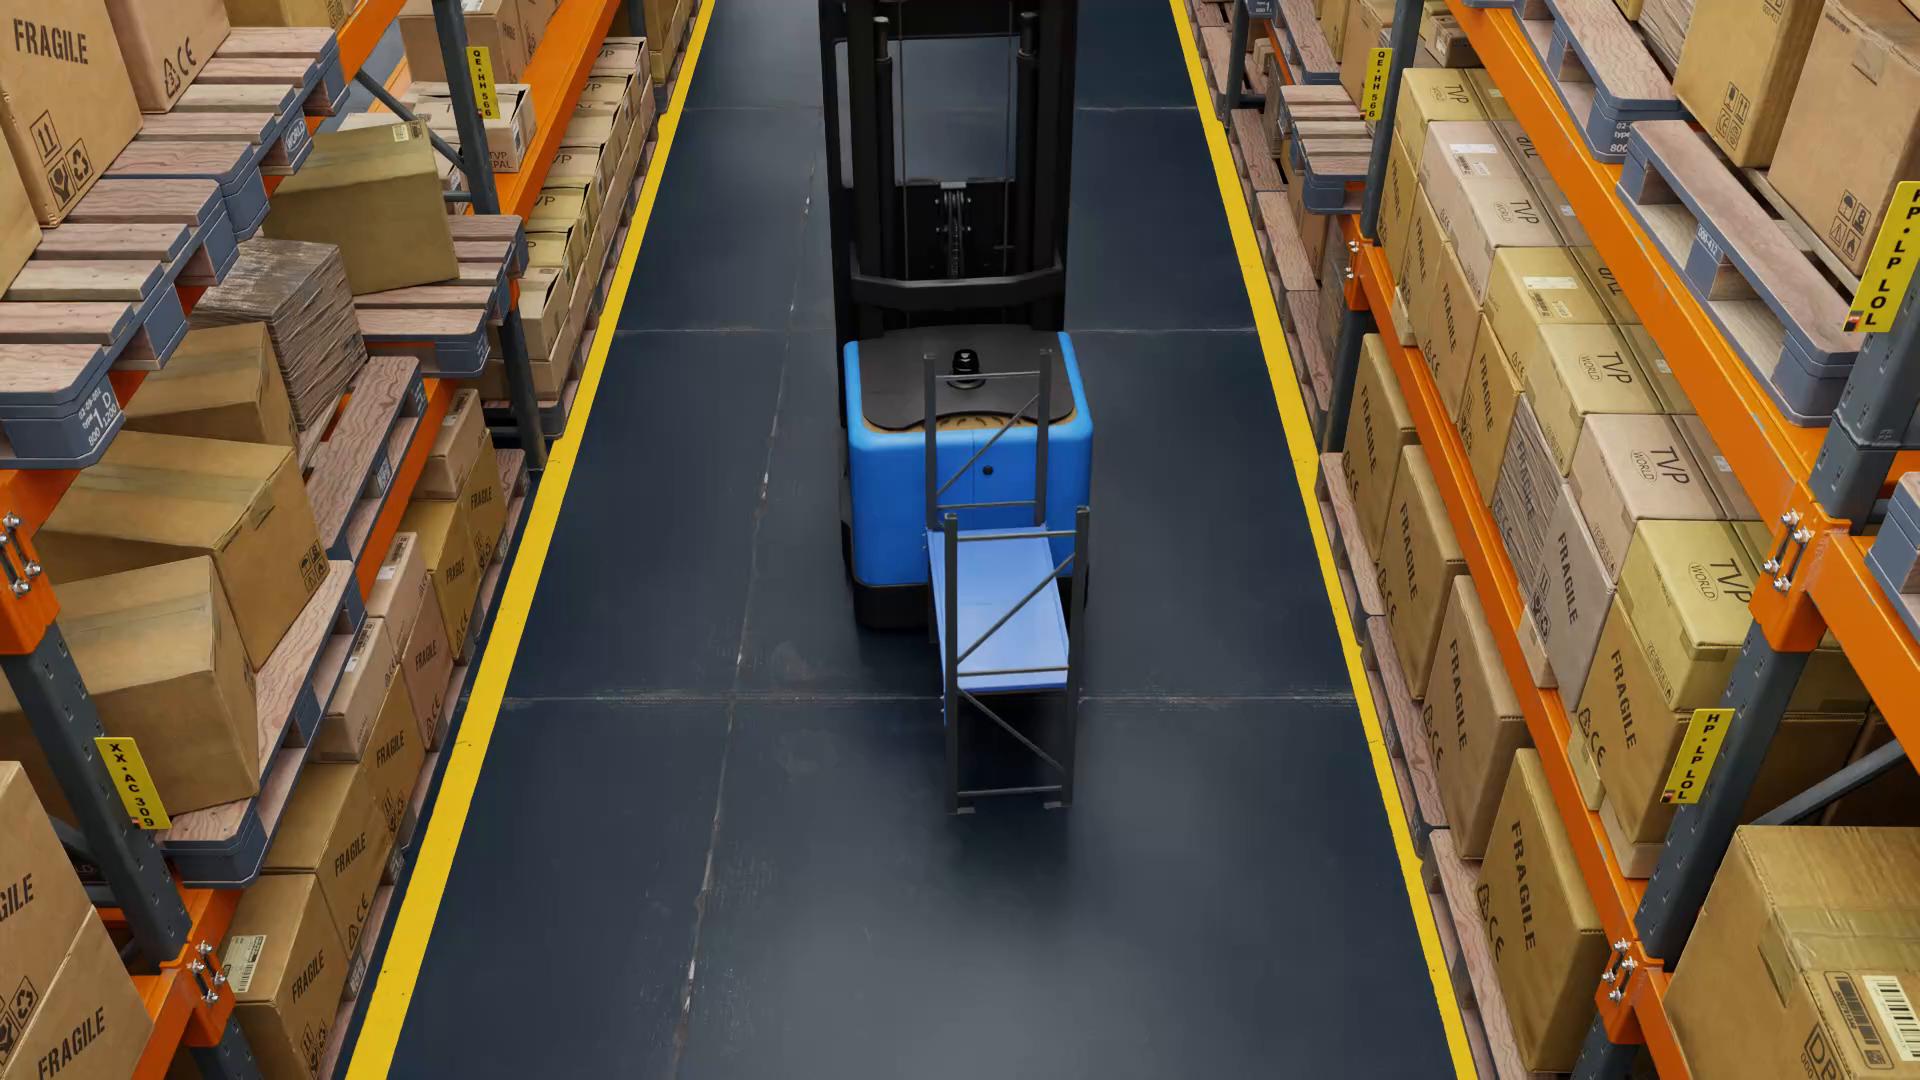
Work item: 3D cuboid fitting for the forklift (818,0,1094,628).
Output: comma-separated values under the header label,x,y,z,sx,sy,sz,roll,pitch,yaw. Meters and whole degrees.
label,x,y,z,sx,sy,sz,roll,pitch,yaw
forklift,-0.071,-1.661,7.725,1.130,2.935,3.031,-3,39,-4

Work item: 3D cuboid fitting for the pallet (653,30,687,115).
label,x,y,z,sx,sy,sz,roll,pitch,yaw
pallet,-2.573,-3.460,12.144,1.003,0.211,1.213,0,39,0

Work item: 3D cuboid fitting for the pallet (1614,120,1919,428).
label,x,y,z,sx,sy,sz,roll,pitch,yaw
pallet,2.299,-0.723,4.253,0.805,0.209,1.217,-1,39,-2

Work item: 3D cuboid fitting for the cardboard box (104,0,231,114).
label,x,y,z,sx,sy,sz,roll,pitch,yaw
cardboard box,-2.536,-1.609,4.711,0.600,0.600,0.600,-1,39,-2

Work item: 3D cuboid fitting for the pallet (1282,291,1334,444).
label,x,y,z,sx,sy,sz,roll,pitch,yaw
pallet,2.345,-0.956,9.019,1.003,0.211,1.213,0,39,0

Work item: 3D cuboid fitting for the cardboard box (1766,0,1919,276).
label,x,y,z,sx,sy,sz,roll,pitch,yaw
cardboard box,2.458,-0.985,3.996,0.700,0.500,0.500,-2,39,-3

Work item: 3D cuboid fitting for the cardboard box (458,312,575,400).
label,x,y,z,sx,sy,sz,roll,pitch,yaw
cardboard box,-2.316,-0.968,8.668,0.500,0.250,0.500,0,39,0

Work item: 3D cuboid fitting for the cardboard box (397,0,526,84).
label,x,y,z,sx,sy,sz,roll,pitch,yaw
cardboard box,-2.627,-2.638,8.808,0.500,0.500,0.500,-2,39,-2

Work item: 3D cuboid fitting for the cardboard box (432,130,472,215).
label,x,y,z,sx,sy,sz,roll,pitch,yaw
cardboard box,-2.566,-1.742,7.842,0.500,0.311,0.500,2,39,3

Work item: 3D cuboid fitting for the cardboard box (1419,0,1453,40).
label,x,y,z,sx,sy,sz,roll,pitch,yaw
cardboard box,2.299,-2.436,7.686,0.380,0.149,0.250,-6,39,-8

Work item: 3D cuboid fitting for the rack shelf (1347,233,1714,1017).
label,x,y,z,sx,sy,sz,roll,pitch,yaw
rack shelf,2.347,-0.024,6.202,1.077,0.370,4.000,0,39,0

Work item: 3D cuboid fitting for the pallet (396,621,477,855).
label,x,y,z,sx,sy,sz,roll,pitch,yaw
pallet,-2.648,0.767,6.870,1.003,0.211,1.213,0,39,0

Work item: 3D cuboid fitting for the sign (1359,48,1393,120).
label,x,y,z,sx,sy,sz,roll,pitch,yaw
sign,1.802,-1.970,7.192,0.100,0.325,0.005,0,39,0

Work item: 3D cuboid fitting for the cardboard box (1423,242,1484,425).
label,x,y,z,sx,sy,sz,roll,pitch,yaw
cardboard box,2.080,-0.776,6.232,0.500,0.500,0.500,0,39,0

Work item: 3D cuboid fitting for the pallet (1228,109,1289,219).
label,x,y,z,sx,sy,sz,roll,pitch,yaw
pallet,2.342,-2.482,10.923,1.003,0.211,1.213,0,39,0

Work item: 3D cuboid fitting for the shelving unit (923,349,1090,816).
label,x,y,z,sx,sy,sz,roll,pitch,yaw
shelving unit,0.153,0.174,6.579,0.538,1.500,1.048,-3,39,-4

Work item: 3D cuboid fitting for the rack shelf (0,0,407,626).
label,x,y,z,sx,sy,sz,roll,pitch,yaw
rack shelf,-2.607,-1.188,5.256,1.077,0.370,4.000,0,39,0

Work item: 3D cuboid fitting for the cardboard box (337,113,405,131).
label,x,y,z,sx,sy,sz,roll,pitch,yaw
cardboard box,-2.886,-2.013,8.310,0.380,0.149,0.250,0,39,0

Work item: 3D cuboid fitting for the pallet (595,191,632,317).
label,x,y,z,sx,sy,sz,roll,pitch,yaw
pallet,-2.570,-1.737,9.994,1.003,0.211,1.213,0,39,0

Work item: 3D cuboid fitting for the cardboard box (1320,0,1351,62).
label,x,y,z,sx,sy,sz,roll,pitch,yaw
cardboard box,2.310,-2.839,8.708,0.700,0.500,0.500,0,39,0

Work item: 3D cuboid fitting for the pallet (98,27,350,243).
label,x,y,z,sx,sy,sz,roll,pitch,yaw
pallet,-2.539,-1.201,4.848,1.213,0.211,1.003,0,39,0

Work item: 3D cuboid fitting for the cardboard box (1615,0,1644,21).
label,x,y,z,sx,sy,sz,roll,pitch,yaw
cardboard box,2.443,-1.956,5.207,0.700,0.500,0.500,2,39,2

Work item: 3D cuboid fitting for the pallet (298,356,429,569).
label,x,y,z,sx,sy,sz,roll,pitch,yaw
pallet,-2.602,-0.258,6.073,1.003,0.211,1.213,0,39,0

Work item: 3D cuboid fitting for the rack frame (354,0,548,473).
label,x,y,z,sx,sy,sz,roll,pitch,yaw
rack frame,-2.609,-1.549,7.530,1.000,3.000,0.127,0,39,0

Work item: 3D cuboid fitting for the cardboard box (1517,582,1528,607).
label,x,y,z,sx,sy,sz,roll,pitch,yaw
cardboard box,2.094,0.187,5.548,0.380,0.149,0.250,0,39,0

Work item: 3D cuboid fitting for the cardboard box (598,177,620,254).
label,x,y,z,sx,sy,sz,roll,pitch,yaw
cardboard box,-2.324,-1.928,9.866,0.500,0.250,0.500,1,39,1

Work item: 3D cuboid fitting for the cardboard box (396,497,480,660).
label,x,y,z,sx,sy,sz,roll,pitch,yaw
cardboard box,-2.373,0.163,7.041,0.500,0.500,0.500,-1,39,-2

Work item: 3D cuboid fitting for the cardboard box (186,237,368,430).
label,x,y,z,sx,sy,sz,roll,pitch,yaw
cardboard box,-2.686,-0.786,6.162,0.700,0.500,0.500,7,39,8

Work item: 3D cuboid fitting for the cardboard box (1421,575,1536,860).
label,x,y,z,sx,sy,sz,roll,pitch,yaw
cardboard box,2.214,0.659,6.158,0.750,0.750,0.750,1,39,1

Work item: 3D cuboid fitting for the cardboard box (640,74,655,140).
label,x,y,z,sx,sy,sz,roll,pitch,yaw
cardboard box,-2.323,-2.882,11.057,0.500,0.250,0.500,0,39,0

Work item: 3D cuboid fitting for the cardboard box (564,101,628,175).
label,x,y,z,sx,sy,sz,roll,pitch,yaw
cardboard box,-2.321,-2.470,10.093,0.500,0.311,0.500,0,39,0

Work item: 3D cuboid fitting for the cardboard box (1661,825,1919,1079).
label,x,y,z,sx,sy,sz,roll,pitch,yaw
cardboard box,2.333,1.168,3.899,0.980,0.700,0.700,1,39,1

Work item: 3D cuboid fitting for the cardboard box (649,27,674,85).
label,x,y,z,sx,sy,sz,roll,pitch,yaw
cardboard box,-2.311,-3.432,11.742,0.500,0.250,0.500,0,39,0

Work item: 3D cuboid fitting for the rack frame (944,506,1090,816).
label,x,y,z,sx,sy,sz,roll,pitch,yaw
rack frame,0.197,0.491,6.184,0.500,1.500,0.032,-3,39,-4

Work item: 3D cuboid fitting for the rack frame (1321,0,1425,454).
label,x,y,z,sx,sy,sz,roll,pitch,yaw
rack frame,2.345,-1.555,7.537,1.000,3.000,0.127,0,39,0

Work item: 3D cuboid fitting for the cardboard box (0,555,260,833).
label,x,y,z,sx,sy,sz,roll,pitch,yaw
cardboard box,-2.381,0.453,4.616,0.700,0.500,0.500,-13,40,-15

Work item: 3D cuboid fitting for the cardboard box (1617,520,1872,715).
label,x,y,z,sx,sy,sz,roll,pitch,yaw
cardboard box,2.093,0.199,4.415,0.500,0.250,0.500,1,39,1

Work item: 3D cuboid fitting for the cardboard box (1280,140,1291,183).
label,x,y,z,sx,sy,sz,roll,pitch,yaw
cardboard box,2.408,-2.469,10.325,0.700,0.500,0.500,-1,39,-1

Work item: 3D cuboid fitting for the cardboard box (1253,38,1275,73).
label,x,y,z,sx,sy,sz,roll,pitch,yaw
cardboard box,2.309,-3.457,11.825,0.380,0.166,0.250,-5,39,-6

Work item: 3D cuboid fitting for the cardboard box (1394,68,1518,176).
label,x,y,z,sx,sy,sz,roll,pitch,yaw
cardboard box,2.087,-1.709,6.795,0.500,0.250,0.500,1,39,1

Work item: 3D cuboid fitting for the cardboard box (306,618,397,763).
label,x,y,z,sx,sy,sz,roll,pitch,yaw
cardboard box,-2.363,0.535,5.976,0.500,0.250,0.500,0,39,0

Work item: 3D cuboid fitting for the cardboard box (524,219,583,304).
label,x,y,z,sx,sy,sz,roll,pitch,yaw
cardboard box,-2.325,-1.515,8.902,0.500,0.311,0.500,-1,39,-1

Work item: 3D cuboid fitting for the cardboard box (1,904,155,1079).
label,x,y,z,sx,sy,sz,roll,pitch,yaw
cardboard box,-2.347,1.226,3.988,0.500,0.500,0.500,1,39,1

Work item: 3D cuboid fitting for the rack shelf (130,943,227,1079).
label,x,y,z,sx,sy,sz,roll,pitch,yaw
rack shelf,-2.602,2.484,3.073,1.077,0.370,4.000,0,39,0

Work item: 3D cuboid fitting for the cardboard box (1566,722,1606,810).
label,x,y,z,sx,sy,sz,roll,pitch,yaw
cardboard box,2.042,0.667,4.949,0.380,0.149,0.250,1,39,1

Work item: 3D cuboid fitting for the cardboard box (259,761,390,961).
label,x,y,z,sx,sy,sz,roll,pitch,yaw
cardboard box,-2.373,1.120,5.847,0.500,0.500,0.500,0,39,1

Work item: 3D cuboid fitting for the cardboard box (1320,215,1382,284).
label,x,y,z,sx,sy,sz,roll,pitch,yaw
cardboard box,2.407,-1.524,9.145,0.700,0.500,0.500,0,39,0

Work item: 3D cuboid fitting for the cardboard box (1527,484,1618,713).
label,x,y,z,sx,sy,sz,roll,pitch,yaw
cardboard box,2.086,0.176,5.044,0.500,0.500,0.500,0,39,0

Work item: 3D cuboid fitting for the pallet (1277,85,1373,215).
label,x,y,z,sx,sy,sz,roll,pitch,yaw
pallet,2.237,-1.926,8.153,1.213,0.211,1.003,0,39,0

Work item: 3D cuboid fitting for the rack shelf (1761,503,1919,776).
label,x,y,z,sx,sy,sz,roll,pitch,yaw
rack shelf,2.351,1.307,2.142,1.077,0.370,4.000,0,39,0
